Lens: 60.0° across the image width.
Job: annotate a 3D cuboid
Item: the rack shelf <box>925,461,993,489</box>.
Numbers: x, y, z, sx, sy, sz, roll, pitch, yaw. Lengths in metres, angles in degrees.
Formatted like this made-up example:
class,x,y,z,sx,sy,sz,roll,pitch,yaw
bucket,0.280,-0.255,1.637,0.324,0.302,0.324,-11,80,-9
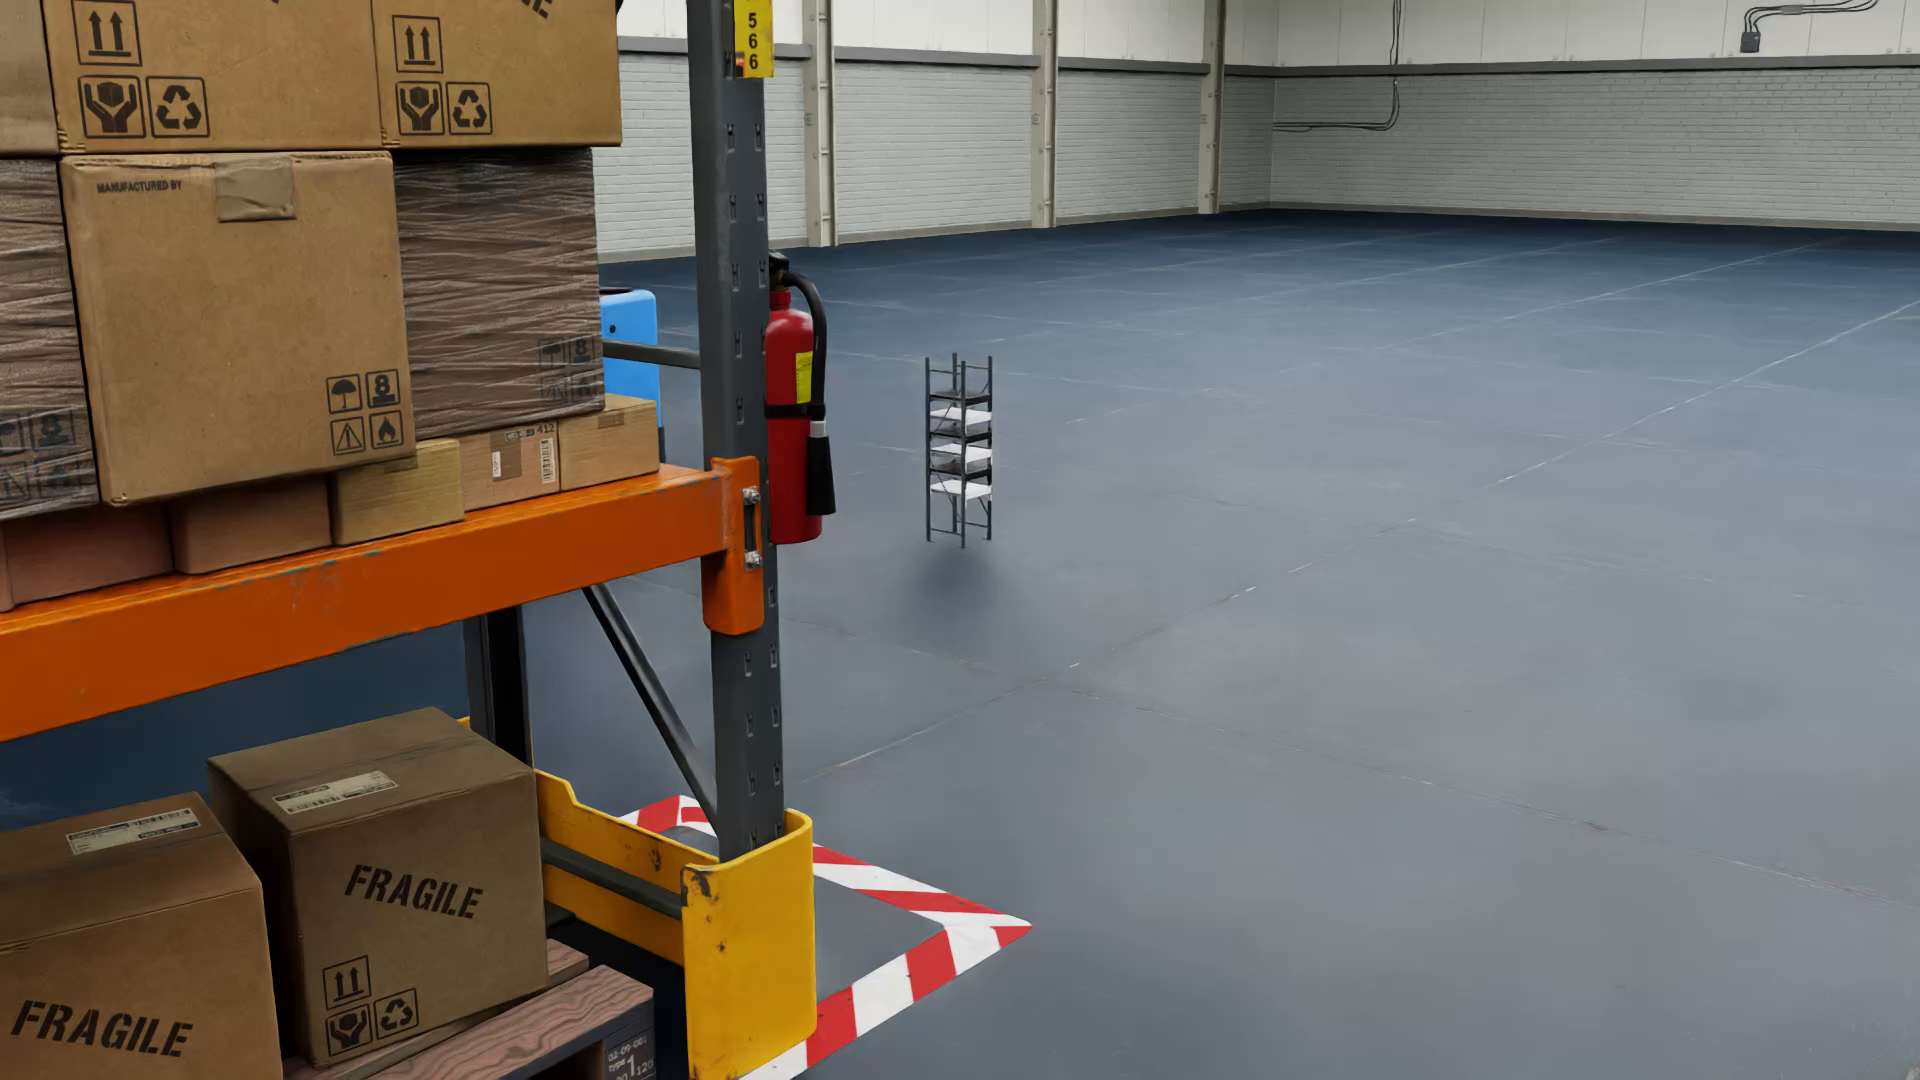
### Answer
class,x,y,z,sx,sy,sz,roll,pitch,yaw
rack shelf,-0.005,-0.315,8.036,0.258,0.077,0.200,11,18,38

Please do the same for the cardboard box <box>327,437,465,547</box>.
class,x,y,z,sx,sy,sz,roll,pitch,yaw
cardboard box,-1.107,-0.111,2.978,0.380,0.149,0.250,11,18,38

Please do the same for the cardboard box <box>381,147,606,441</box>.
class,x,y,z,sx,sy,sz,roll,pitch,yaw
cardboard box,-1.180,-0.515,3.249,0.875,0.500,0.500,11,18,38

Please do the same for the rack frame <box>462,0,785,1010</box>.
class,x,y,z,sx,sy,sz,roll,pitch,yaw
rack frame,-0.813,-0.423,3.696,1.000,3.000,0.127,11,18,38

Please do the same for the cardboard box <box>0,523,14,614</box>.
class,x,y,z,sx,sy,sz,roll,pitch,yaw
cardboard box,-1.605,0.027,2.434,0.380,0.149,0.250,11,18,38

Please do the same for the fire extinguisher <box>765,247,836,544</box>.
class,x,y,z,sx,sy,sz,roll,pitch,yaw
fire extinguisher,-0.383,-0.336,3.511,0.296,0.674,0.183,11,18,38

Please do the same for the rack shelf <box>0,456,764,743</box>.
class,x,y,z,sx,sy,sz,roll,pitch,yaw
rack shelf,-2.070,0.309,2.277,1.077,0.370,4.000,11,18,38

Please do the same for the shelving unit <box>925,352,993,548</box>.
class,x,y,z,sx,sy,sz,roll,pitch,yaw
shelving unit,-0.005,-0.435,8.006,0.258,0.900,0.210,11,18,38

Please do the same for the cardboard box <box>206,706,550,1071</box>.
class,x,y,z,sx,sy,sz,roll,pitch,yaw
cardboard box,-1.219,0.702,3.491,0.500,0.500,0.500,-12,18,-39

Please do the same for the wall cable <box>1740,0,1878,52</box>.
class,x,y,z,sx,sy,sz,roll,pitch,yaw
wall cable,15.586,-11.919,29.856,2.305,6.003,0.169,11,18,38

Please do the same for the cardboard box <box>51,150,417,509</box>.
class,x,y,z,sx,sy,sz,roll,pitch,yaw
cardboard box,-1.401,-0.400,2.799,0.875,0.500,0.500,11,18,38

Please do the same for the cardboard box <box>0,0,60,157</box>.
class,x,y,z,sx,sy,sz,roll,pitch,yaw
cardboard box,-1.593,-0.765,2.203,0.500,0.500,0.500,11,18,38

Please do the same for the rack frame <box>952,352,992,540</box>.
class,x,y,z,sx,sy,sz,roll,pitch,yaw
rack frame,0.059,-0.454,8.083,0.240,0.900,0.006,11,18,38

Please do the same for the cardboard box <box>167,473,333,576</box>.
class,x,y,z,sx,sy,sz,roll,pitch,yaw
cardboard box,-1.276,-0.066,2.799,0.380,0.149,0.250,11,18,38

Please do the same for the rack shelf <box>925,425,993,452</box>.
class,x,y,z,sx,sy,sz,roll,pitch,yaw
rack shelf,-0.005,-0.490,7.992,0.258,0.077,0.200,11,18,38

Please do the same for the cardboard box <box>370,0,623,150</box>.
class,x,y,z,sx,sy,sz,roll,pitch,yaw
cardboard box,-0.967,-0.957,2.959,0.500,0.500,0.500,11,18,38

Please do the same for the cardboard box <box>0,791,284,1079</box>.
class,x,y,z,sx,sy,sz,roll,pitch,yaw
cardboard box,-1.568,0.822,3.020,0.500,0.500,0.500,-10,17,-35

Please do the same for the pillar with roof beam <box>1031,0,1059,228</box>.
class,x,y,z,sx,sy,sz,roll,pitch,yaw
pillar with roof beam,4.910,-9.568,27.509,9.100,9.000,0.400,11,18,38

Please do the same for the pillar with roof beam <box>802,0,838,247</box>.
class,x,y,z,sx,sy,sz,roll,pitch,yaw
pillar with roof beam,1.139,-8.419,22.986,9.100,9.000,0.400,11,18,38

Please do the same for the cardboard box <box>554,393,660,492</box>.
class,x,y,z,sx,sy,sz,roll,pitch,yaw
cardboard box,-0.832,-0.215,3.386,0.380,0.149,0.250,11,18,38

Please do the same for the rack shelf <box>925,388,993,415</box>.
class,x,y,z,sx,sy,sz,roll,pitch,yaw
rack shelf,-0.005,-0.664,7.948,0.258,0.077,0.200,11,18,38

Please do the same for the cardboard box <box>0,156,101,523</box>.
class,x,y,z,sx,sy,sz,roll,pitch,yaw
cardboard box,-1.749,-0.311,2.448,0.875,0.500,0.500,11,18,38

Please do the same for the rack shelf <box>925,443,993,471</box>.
class,x,y,z,sx,sy,sz,roll,pitch,yaw
rack shelf,-0.005,-0.402,8.014,0.258,0.077,0.200,11,18,38

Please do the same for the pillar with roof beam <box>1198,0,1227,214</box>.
class,x,y,z,sx,sy,sz,roll,pitch,yaw
pillar with roof beam,8.681,-10.717,32.032,9.100,9.000,0.400,11,18,38

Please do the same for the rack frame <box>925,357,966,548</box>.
class,x,y,z,sx,sy,sz,roll,pitch,yaw
rack frame,-0.069,-0.415,7.929,0.240,0.900,0.006,11,18,38

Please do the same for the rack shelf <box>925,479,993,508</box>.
class,x,y,z,sx,sy,sz,roll,pitch,yaw
rack shelf,-0.005,-0.228,8.059,0.258,0.077,0.200,11,18,38

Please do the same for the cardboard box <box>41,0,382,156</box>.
class,x,y,z,sx,sy,sz,roll,pitch,yaw
cardboard box,-1.277,-0.860,2.578,0.500,0.500,0.500,11,18,38

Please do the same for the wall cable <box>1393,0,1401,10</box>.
class,x,y,z,sx,sy,sz,roll,pitch,yaw
wall cable,10.317,-12.267,34.183,3.097,2.526,0.112,11,18,38

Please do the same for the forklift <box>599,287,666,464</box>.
class,x,y,z,sx,sy,sz,roll,pitch,yaw
forklift,-3.222,-1.832,9.383,3.031,2.935,1.130,7,16,27

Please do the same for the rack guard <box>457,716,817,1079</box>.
class,x,y,z,sx,sy,sz,roll,pitch,yaw
rack guard,-0.861,0.803,3.946,1.175,0.500,0.348,11,18,38

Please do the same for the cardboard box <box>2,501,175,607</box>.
class,x,y,z,sx,sy,sz,roll,pitch,yaw
cardboard box,-1.465,-0.024,2.636,0.380,0.149,0.250,11,18,38

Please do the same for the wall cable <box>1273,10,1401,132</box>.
class,x,y,z,sx,sy,sz,roll,pitch,yaw
wall cable,8.212,-10.238,36.452,3.097,2.526,0.112,11,18,38

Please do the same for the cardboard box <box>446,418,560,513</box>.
class,x,y,z,sx,sy,sz,roll,pitch,yaw
cardboard box,-0.989,-0.167,3.198,0.380,0.149,0.250,11,18,38

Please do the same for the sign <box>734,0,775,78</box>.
class,x,y,z,sx,sy,sz,roll,pitch,yaw
sign,-0.394,-1.048,3.161,0.100,0.325,0.005,11,18,38

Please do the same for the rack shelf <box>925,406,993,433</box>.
class,x,y,z,sx,sy,sz,roll,pitch,yaw
rack shelf,-0.005,-0.577,7.970,0.258,0.077,0.200,11,18,38

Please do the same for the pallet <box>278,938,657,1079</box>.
class,x,y,z,sx,sy,sz,roll,pitch,yaw
pallet,-1.399,1.093,3.391,1.003,0.211,1.213,11,18,38
